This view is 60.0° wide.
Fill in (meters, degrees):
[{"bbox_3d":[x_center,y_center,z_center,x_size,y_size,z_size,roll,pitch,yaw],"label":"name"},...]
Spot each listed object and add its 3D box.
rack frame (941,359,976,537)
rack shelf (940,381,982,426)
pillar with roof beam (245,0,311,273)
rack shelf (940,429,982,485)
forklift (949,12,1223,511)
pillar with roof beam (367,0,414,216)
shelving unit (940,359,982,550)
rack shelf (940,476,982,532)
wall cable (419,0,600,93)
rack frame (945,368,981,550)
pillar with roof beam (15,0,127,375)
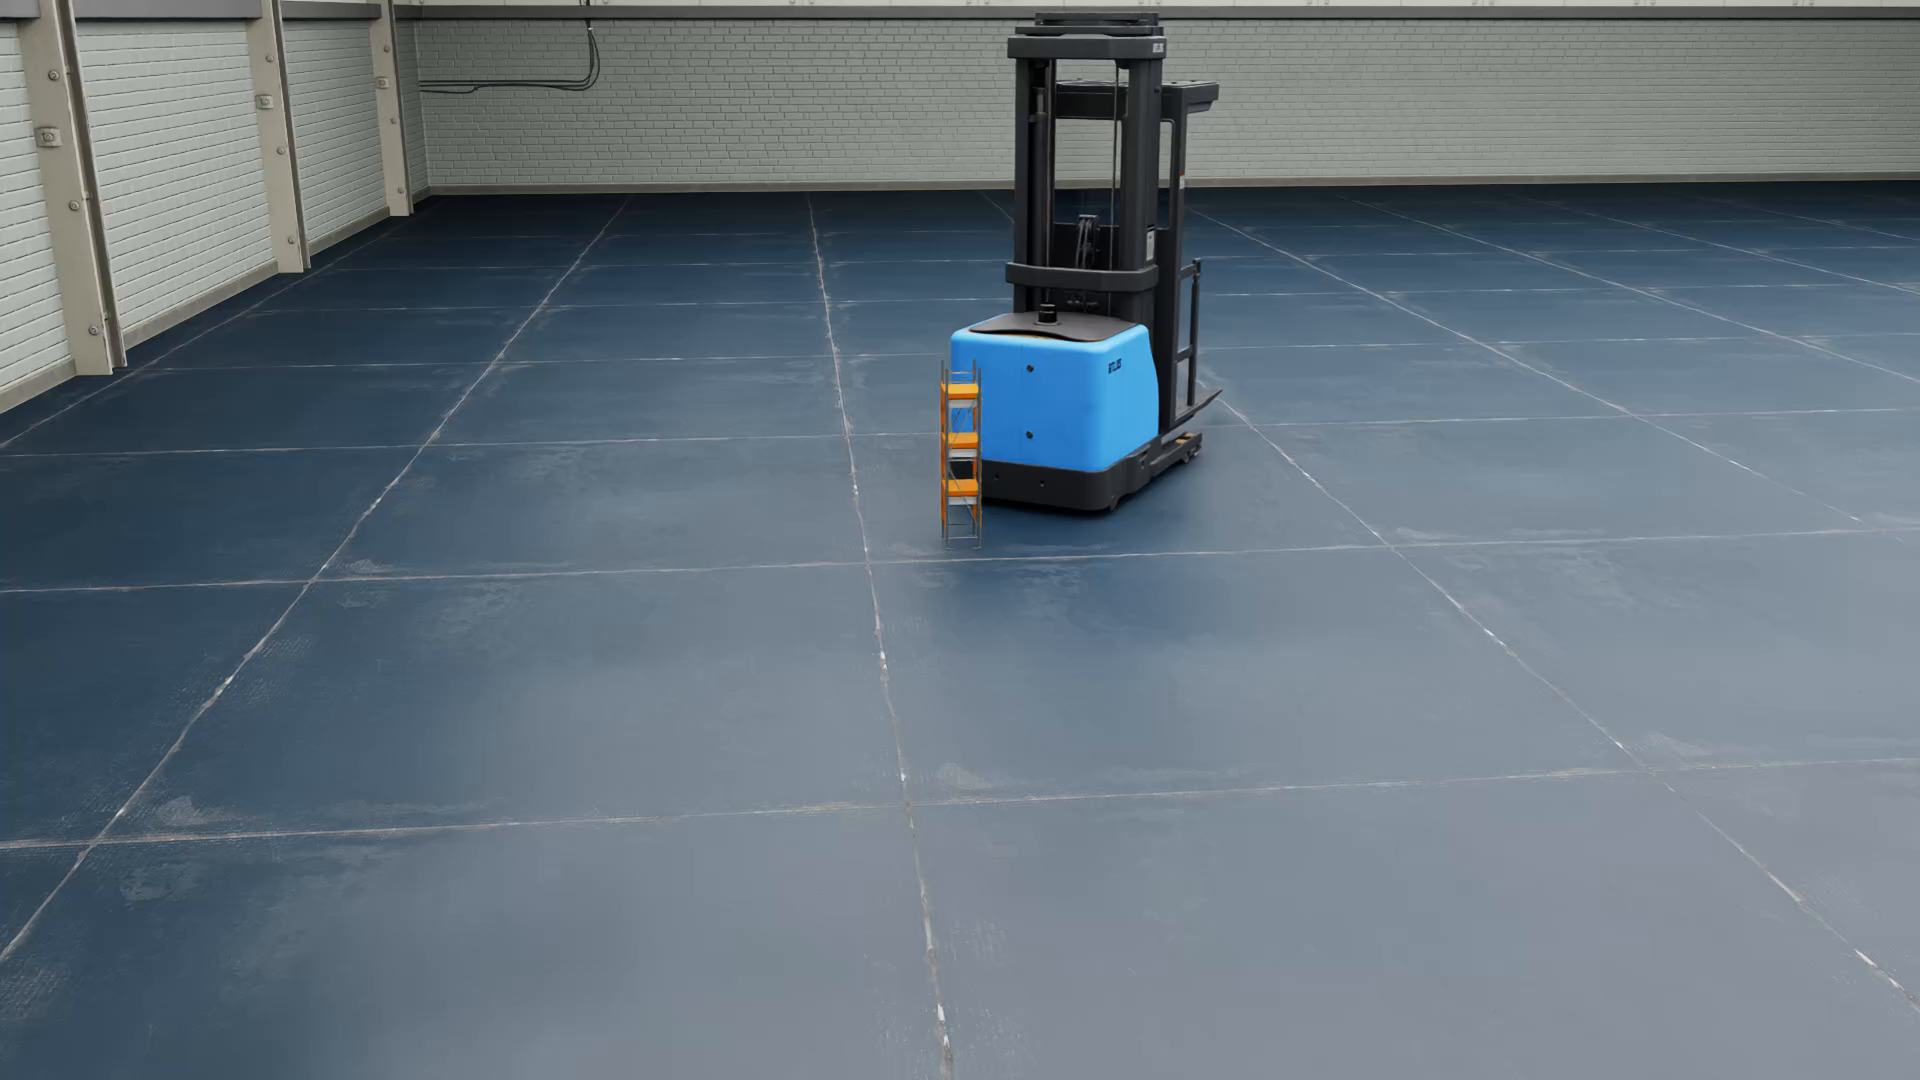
[{"bbox_3d":[-0.007,-0.521,9.585,0.200,1.050,0.008,-2,18,-6],"label":"rack frame"},{"bbox_3d":[0.006,-0.746,9.387,0.215,0.259,0.240,-2,18,-6],"label":"rack shelf"},{"bbox_3d":[-3.748,-7.677,19.106,9.100,9.000,0.400,-2,18,-6],"label":"pillar with roof beam"},{"bbox_3d":[0.006,-0.475,9.472,0.215,0.259,0.240,-2,18,-6],"label":"rack shelf"},{"bbox_3d":[1.025,-1.972,11.066,1.130,2.935,3.031,8,19,25],"label":"forklift"},{"bbox_3d":[-4.367,-9.464,24.800,9.100,9.000,0.400,-2,18,-6],"label":"pillar with roof beam"},{"bbox_3d":[0.006,-0.485,9.469,0.215,1.050,0.252,-2,18,-6],"label":"shelving unit"},{"bbox_3d":[0.006,-0.210,9.555,0.215,0.259,0.240,-2,18,-6],"label":"rack shelf"},{"bbox_3d":[-7.638,-8.768,27.767,3.097,2.526,0.112,-2,18,-6],"label":"wall cable"},{"bbox_3d":[0.018,-0.449,9.353,0.200,1.050,0.008,-2,18,-6],"label":"rack frame"},{"bbox_3d":[-3.129,-5.889,13.412,9.100,9.000,0.400,-2,18,-6],"label":"pillar with roof beam"}]
